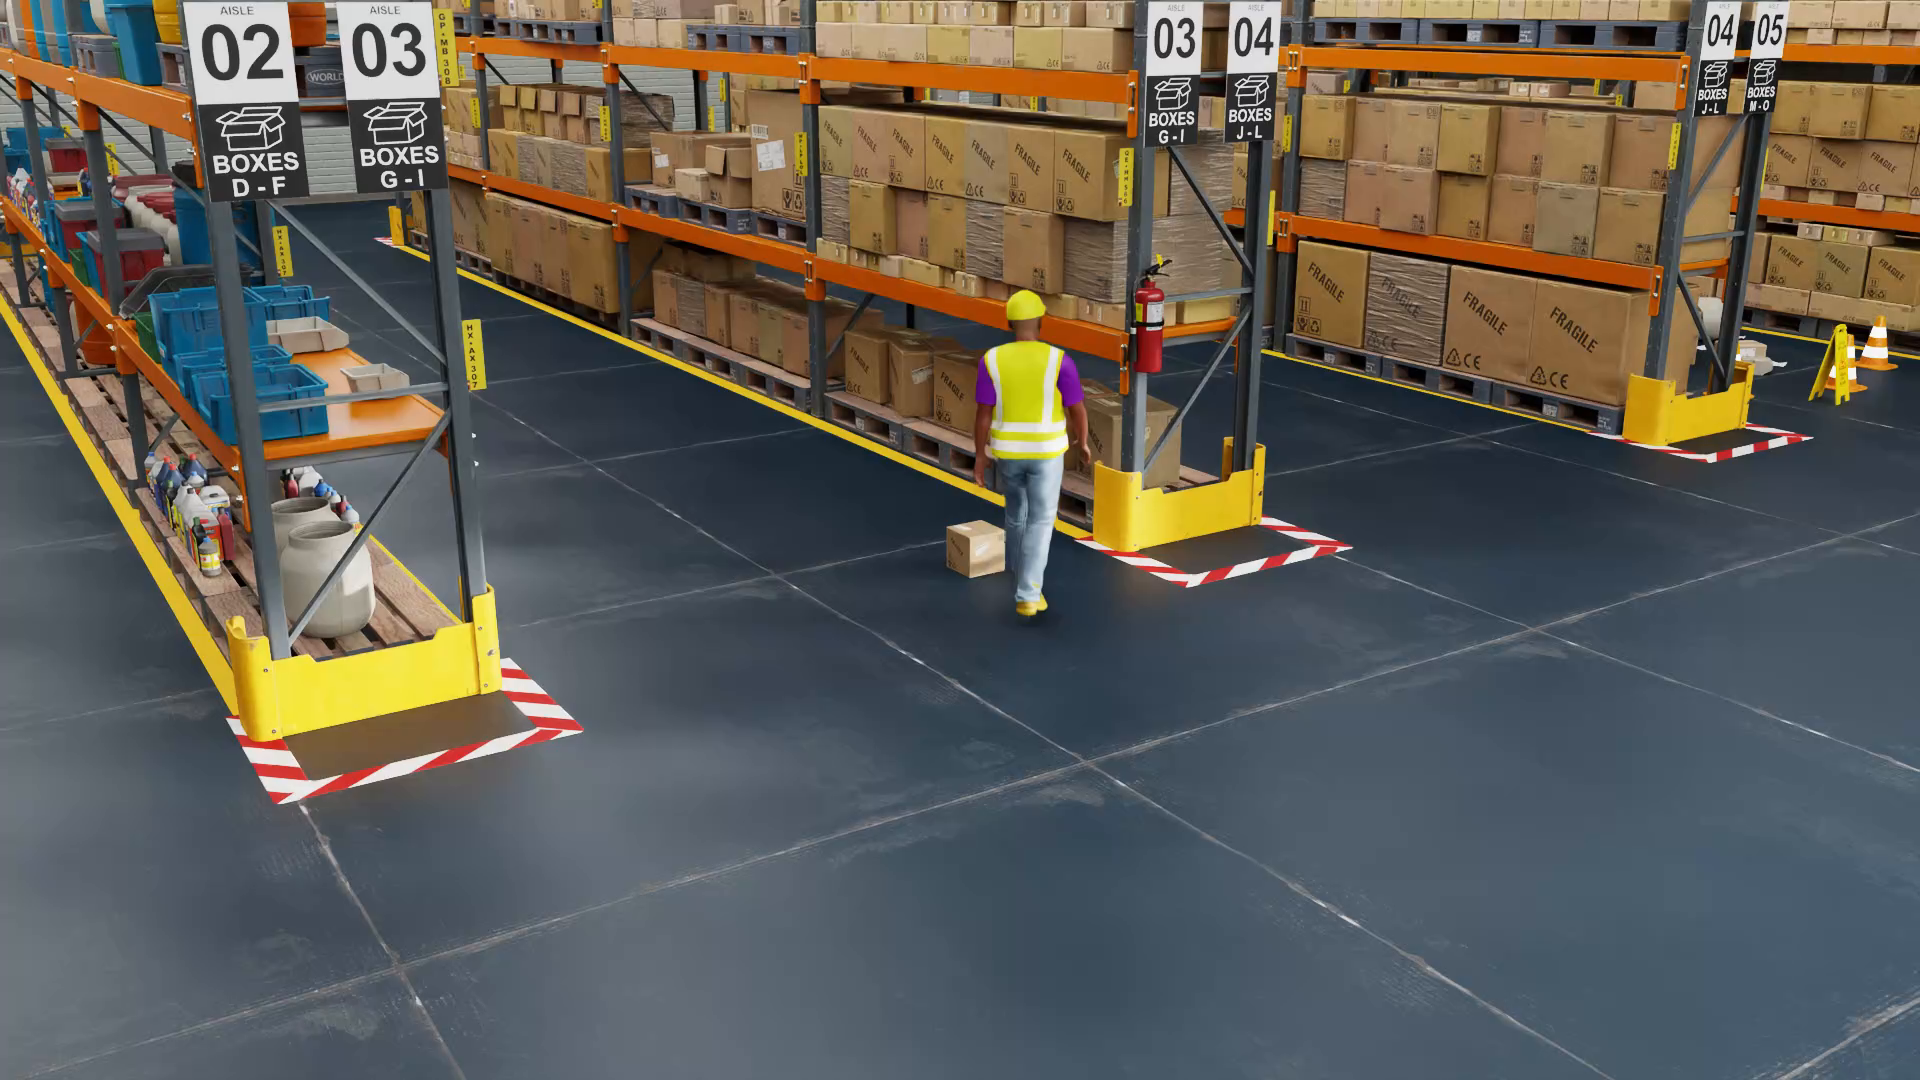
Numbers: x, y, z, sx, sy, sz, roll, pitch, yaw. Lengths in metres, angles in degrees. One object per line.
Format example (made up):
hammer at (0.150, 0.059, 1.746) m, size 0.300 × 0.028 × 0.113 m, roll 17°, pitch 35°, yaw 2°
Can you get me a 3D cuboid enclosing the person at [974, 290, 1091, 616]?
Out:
person at (0.402, -0.502, 9.083) m, size 0.591 × 1.736 × 0.968 m, roll 5°, pitch 19°, yaw 16°
